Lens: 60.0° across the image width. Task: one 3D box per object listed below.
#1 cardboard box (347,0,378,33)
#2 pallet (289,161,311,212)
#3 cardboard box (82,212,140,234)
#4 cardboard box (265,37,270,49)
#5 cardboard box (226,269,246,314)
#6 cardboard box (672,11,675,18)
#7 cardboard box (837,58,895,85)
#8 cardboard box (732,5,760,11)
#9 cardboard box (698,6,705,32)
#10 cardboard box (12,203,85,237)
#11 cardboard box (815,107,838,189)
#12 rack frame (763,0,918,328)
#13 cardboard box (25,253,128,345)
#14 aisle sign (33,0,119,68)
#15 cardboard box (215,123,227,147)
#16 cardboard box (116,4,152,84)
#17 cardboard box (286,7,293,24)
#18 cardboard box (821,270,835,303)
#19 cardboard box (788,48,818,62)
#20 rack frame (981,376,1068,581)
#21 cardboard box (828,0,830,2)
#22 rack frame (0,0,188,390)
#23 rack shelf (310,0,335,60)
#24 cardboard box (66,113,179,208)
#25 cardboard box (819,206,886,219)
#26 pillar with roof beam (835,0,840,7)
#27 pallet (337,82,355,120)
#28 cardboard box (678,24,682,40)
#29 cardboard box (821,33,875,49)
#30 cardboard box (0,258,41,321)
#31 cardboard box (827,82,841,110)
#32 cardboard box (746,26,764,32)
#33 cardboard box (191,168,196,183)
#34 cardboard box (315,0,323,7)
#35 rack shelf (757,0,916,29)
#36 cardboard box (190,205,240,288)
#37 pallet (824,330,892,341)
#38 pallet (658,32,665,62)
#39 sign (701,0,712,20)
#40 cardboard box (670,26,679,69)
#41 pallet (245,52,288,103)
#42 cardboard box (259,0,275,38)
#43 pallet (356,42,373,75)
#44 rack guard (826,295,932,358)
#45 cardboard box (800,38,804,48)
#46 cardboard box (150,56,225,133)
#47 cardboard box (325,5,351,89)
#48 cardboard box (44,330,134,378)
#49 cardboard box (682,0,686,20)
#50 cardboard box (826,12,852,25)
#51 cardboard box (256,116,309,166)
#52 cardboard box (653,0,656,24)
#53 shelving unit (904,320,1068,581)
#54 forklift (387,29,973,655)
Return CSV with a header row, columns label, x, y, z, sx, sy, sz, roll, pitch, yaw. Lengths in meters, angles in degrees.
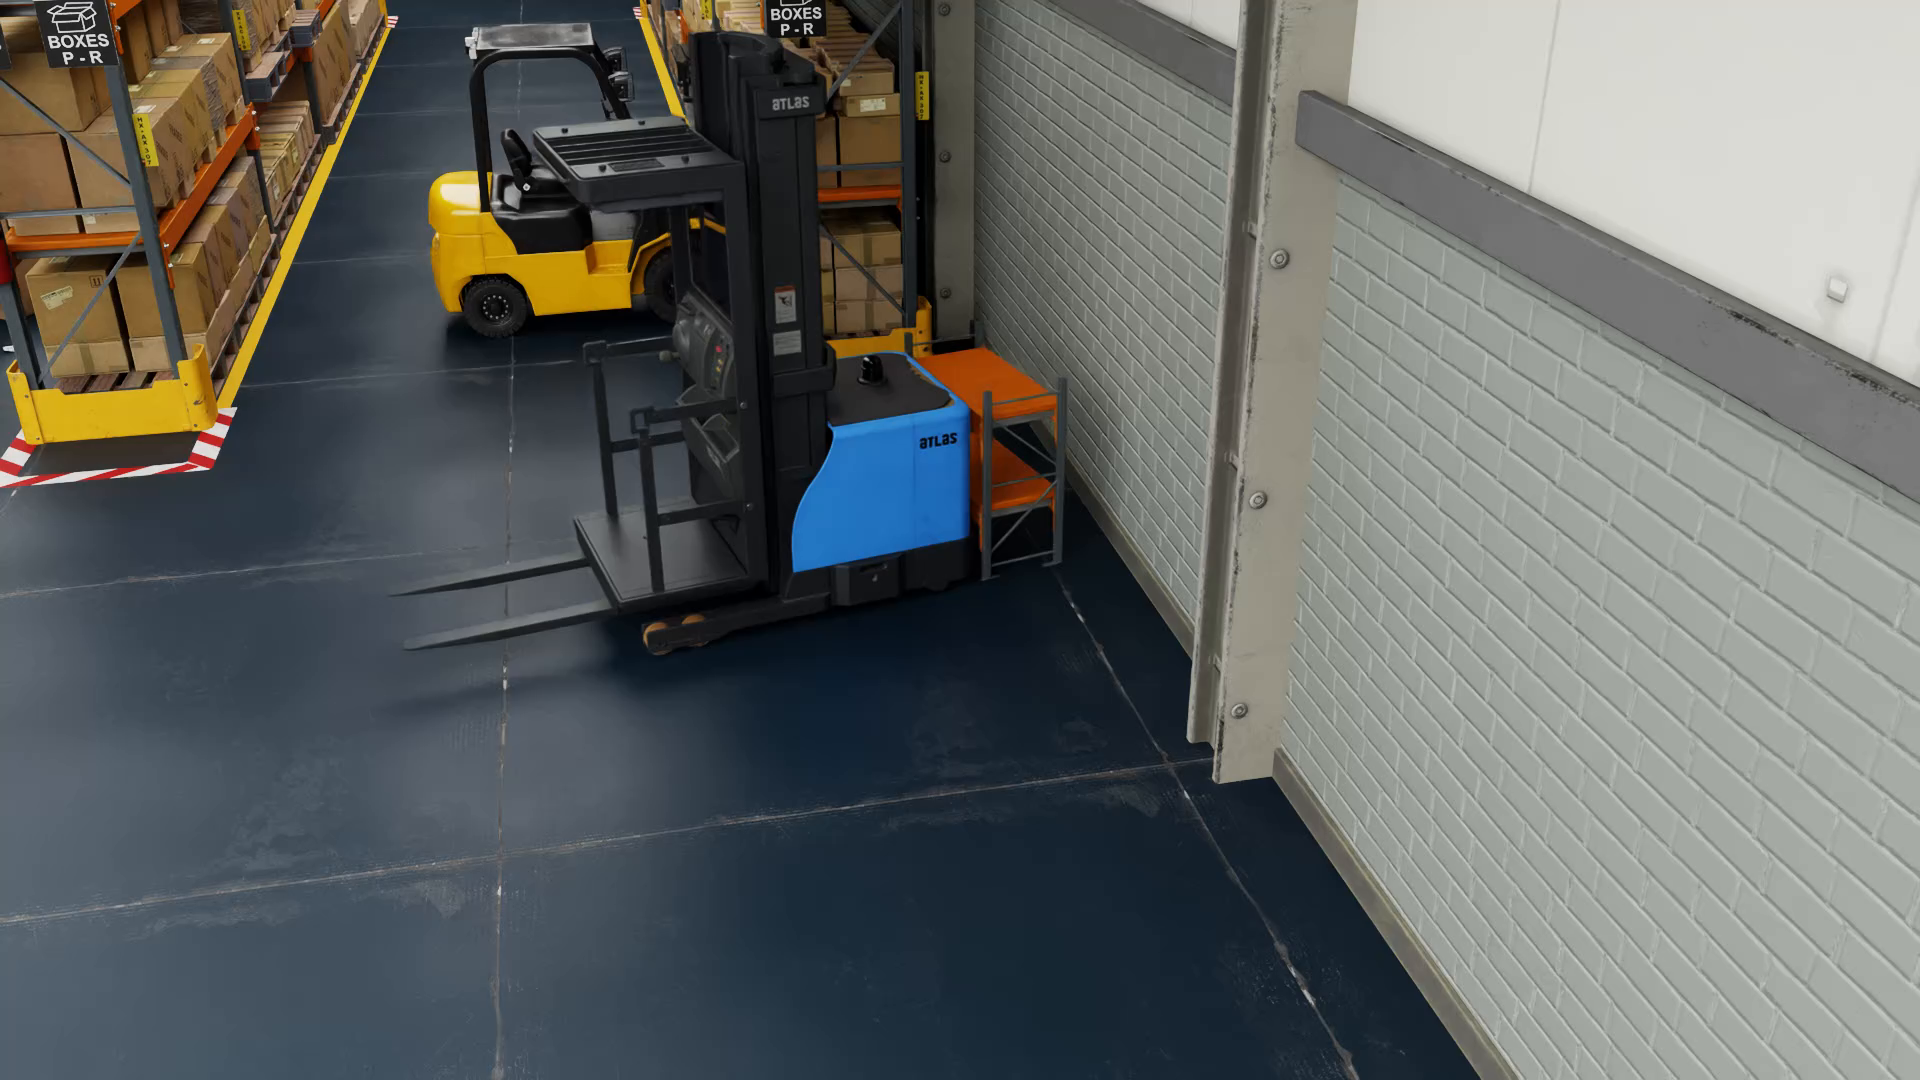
label,x,y,z,sx,sy,sz,roll,pitch,yaw
cardboard box,-8.785,-7.452,23.563,0.875,0.438,0.875,-5,27,-10
pallet,-6.997,-3.454,16.360,1.003,0.211,1.213,-6,27,-12
cardboard box,-5.515,-2.123,10.906,0.380,0.149,0.250,-6,27,-11
cardboard box,-6.615,-4.624,15.395,0.380,0.149,0.250,-6,27,-11
cardboard box,-5.795,-1.870,12.712,0.500,0.250,0.500,-4,27,-8
cardboard box,-3.550,-6.902,21.683,0.380,0.149,0.250,-7,28,-13
cardboard box,-0.671,-3.330,11.857,0.380,0.149,0.250,-5,27,-10
cardboard box,-1.710,-4.407,13.991,0.380,0.149,0.250,-6,27,-13
cardboard box,-2.189,-4.898,15.736,0.500,0.250,0.500,-7,28,-13
cardboard box,-5.933,-2.095,10.851,0.380,0.149,0.250,-5,27,-10
cardboard box,-1.171,-2.805,11.867,0.500,0.500,0.500,-7,28,-13
rack frame,-0.805,-2.571,11.514,1.000,3.000,0.127,-6,27,-12
cardboard box,-6.074,-1.685,11.513,0.500,0.500,0.500,-6,27,-11
aisle sign,-5.324,-3.230,9.935,0.394,0.787,0.004,-6,27,-12
cardboard box,-5.940,-3.153,12.947,0.380,0.149,0.250,-6,27,-12
cardboard box,-6.267,-3.560,11.924,0.700,0.500,0.500,-6,27,-12
cardboard box,-6.859,-5.205,16.545,0.380,0.149,0.250,-7,28,-14
cardboard box,-1.219,-1.936,12.287,0.500,0.250,0.500,-6,27,-12
cardboard box,-1.246,-3.508,12.209,0.380,0.149,0.250,-6,27,-11
rack frame,0.351,-0.329,9.154,0.500,1.125,0.032,-12,29,-23
cardboard box,-1.340,-4.684,14.541,0.380,0.149,0.250,-6,27,-11
rack frame,-5.640,-2.065,10.512,1.000,3.000,0.127,-6,27,-12
rack shelf,-7.893,-6.134,19.372,1.077,0.370,4.000,-6,27,-12
cardboard box,-5.476,-2.479,10.891,0.500,0.500,0.500,-6,27,-12
cardboard box,-0.845,-2.426,12.704,0.500,0.250,0.500,-6,27,-12
pillar with roof beam,-5.630,-7.843,15.302,9.100,9.000,0.400,-6,27,-12
pallet,-7.818,-5.220,19.859,1.003,0.211,1.213,-6,27,-12
cardboard box,-3.237,-6.220,20.332,0.380,0.149,0.250,-7,28,-14
cardboard box,-0.860,-3.788,12.765,0.380,0.149,0.250,-7,28,-13
cardboard box,-7.626,-2.098,13.348,0.500,0.500,0.500,13,30,24
cardboard box,-0.746,-3.182,11.895,0.380,0.149,0.250,-6,27,-12
cardboard box,-1.482,-3.959,13.103,0.380,0.149,0.250,-6,27,-11
cardboard box,-5.670,-2.583,11.818,0.380,0.149,0.250,-5,27,-10
cardboard box,-7.553,-6.205,18.881,0.500,0.250,0.500,-5,27,-10
rack shelf,-1.255,-4.467,12.740,1.077,0.370,4.000,-6,27,-12
cardboard box,-5.785,-2.202,12.538,0.500,0.500,0.500,-5,27,-11
pallet,-1.018,-1.657,12.799,1.003,0.211,1.213,-6,27,-12
pallet,-3.663,-6.895,23.177,1.003,0.211,1.213,-6,27,-12
sign,-2.233,-4.749,14.633,0.100,0.325,0.005,-6,27,-12
cardboard box,-3.381,-6.223,21.058,0.500,0.500,0.500,-7,28,-13
pallet,-6.572,-4.086,14.729,1.003,0.211,1.213,-6,27,-12
cardboard box,-6.579,-4.859,15.141,0.500,0.500,0.500,-6,27,-12
pallet,-8.439,-6.430,22.255,1.003,0.211,1.213,-6,27,-12
rack guard,-0.799,-1.444,12.057,1.175,0.500,0.348,-6,27,-12
cardboard box,-1.088,-3.980,13.475,0.380,0.149,0.250,-6,27,-12
cardboard box,-5.955,-3.376,12.669,0.500,0.500,0.500,-5,27,-10
cardboard box,-7.915,-5.912,20.026,0.875,0.875,0.875,-5,27,-10
cardboard box,-6.090,-1.363,11.707,0.500,0.250,0.500,-6,27,-12
cardboard box,-2.746,-5.796,18.071,0.500,0.250,0.500,-6,27,-11
cardboard box,-1.095,-4.236,13.652,0.380,0.149,0.250,-6,27,-12
cardboard box,-7.151,-4.019,16.834,0.950,0.372,0.625,-6,27,-13
cardboard box,-4.189,-7.767,24.117,0.500,0.500,0.500,-5,27,-11
shelving unit,0.130,-0.535,9.562,0.538,1.125,1.048,-12,29,-23
forklift,-1.493,-0.986,8.451,3.031,2.935,1.130,-11,29,-21
